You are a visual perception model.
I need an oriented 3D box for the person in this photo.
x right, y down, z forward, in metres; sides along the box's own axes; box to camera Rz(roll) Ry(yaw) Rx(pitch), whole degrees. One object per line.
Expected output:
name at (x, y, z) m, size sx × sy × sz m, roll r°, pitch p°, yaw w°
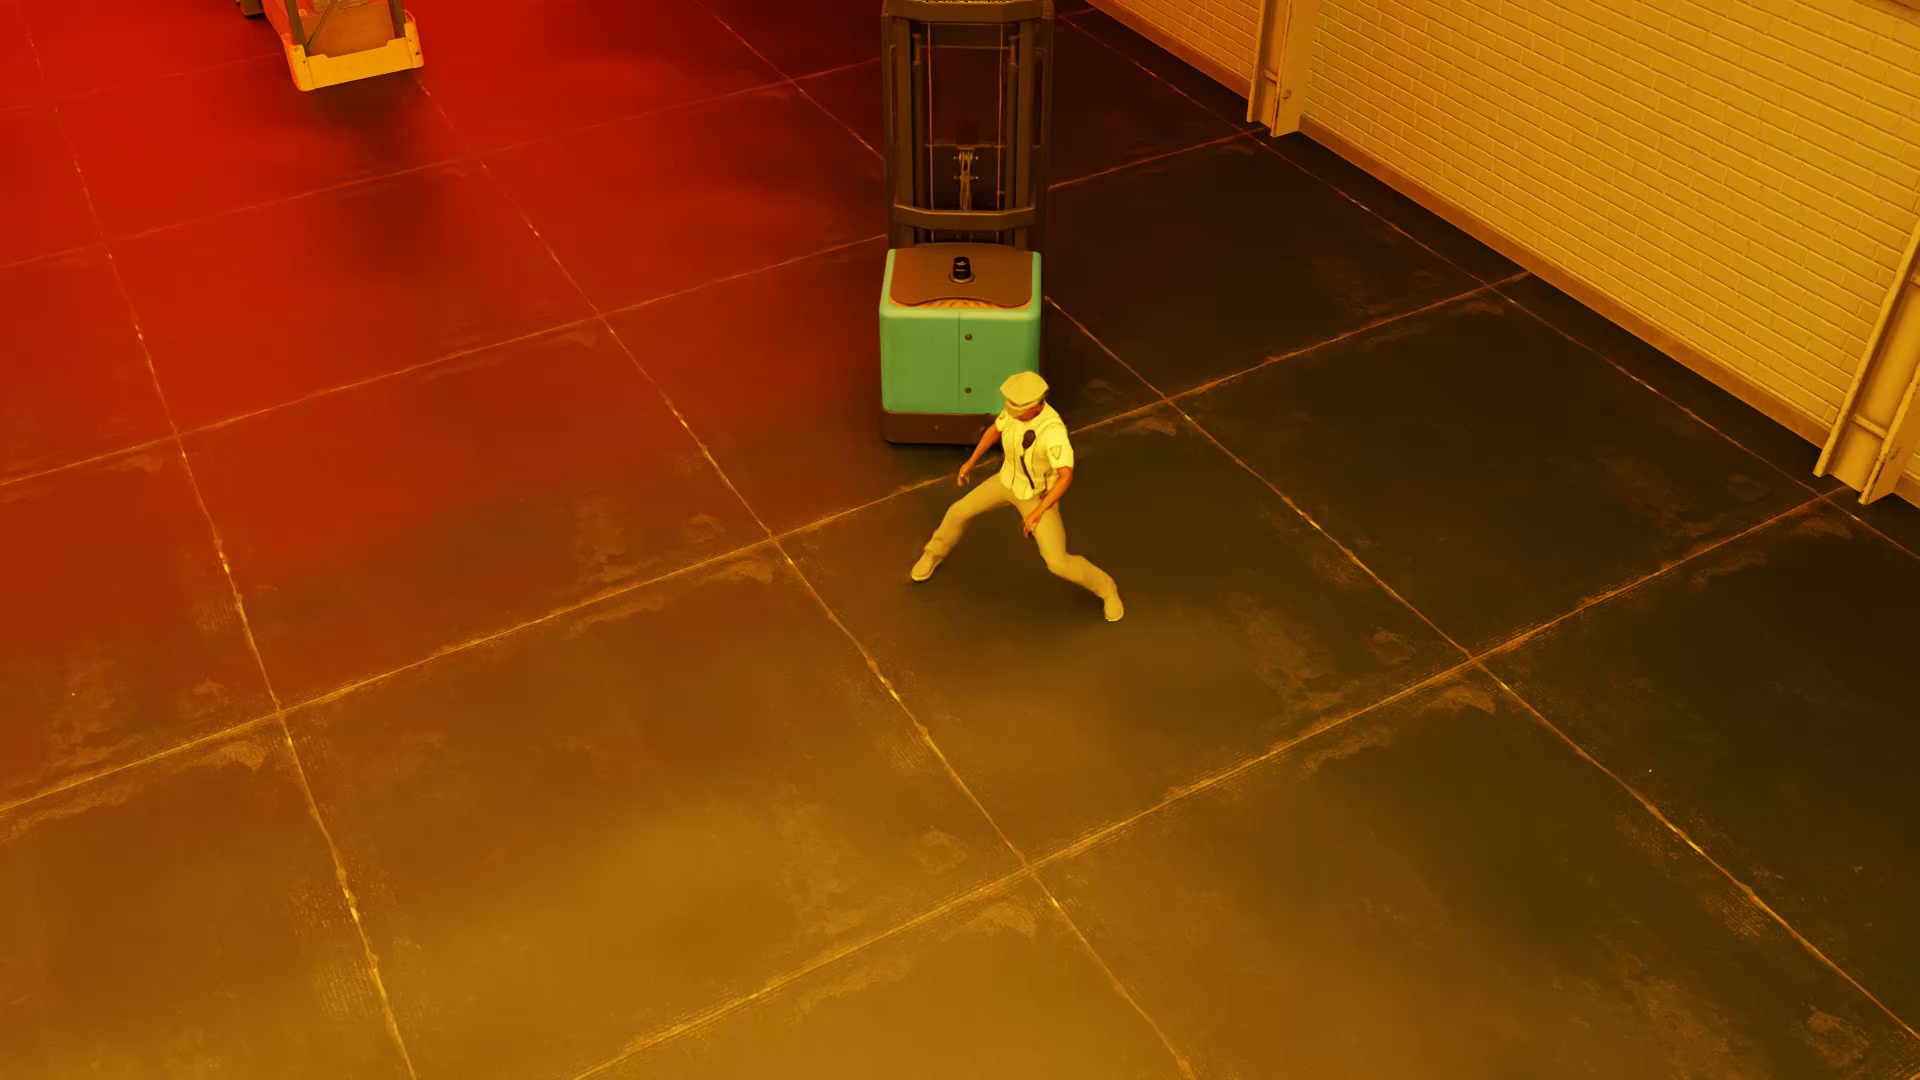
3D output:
person at (0.341, -0.248, 9.500) m, size 0.944 × 1.493 × 1.103 m, roll -24°, pitch 45°, yaw -26°

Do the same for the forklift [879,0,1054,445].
forklift at (0.058, -2.670, 11.255) m, size 1.130 × 2.935 × 3.031 m, roll 2°, pitch 40°, yaw 2°
